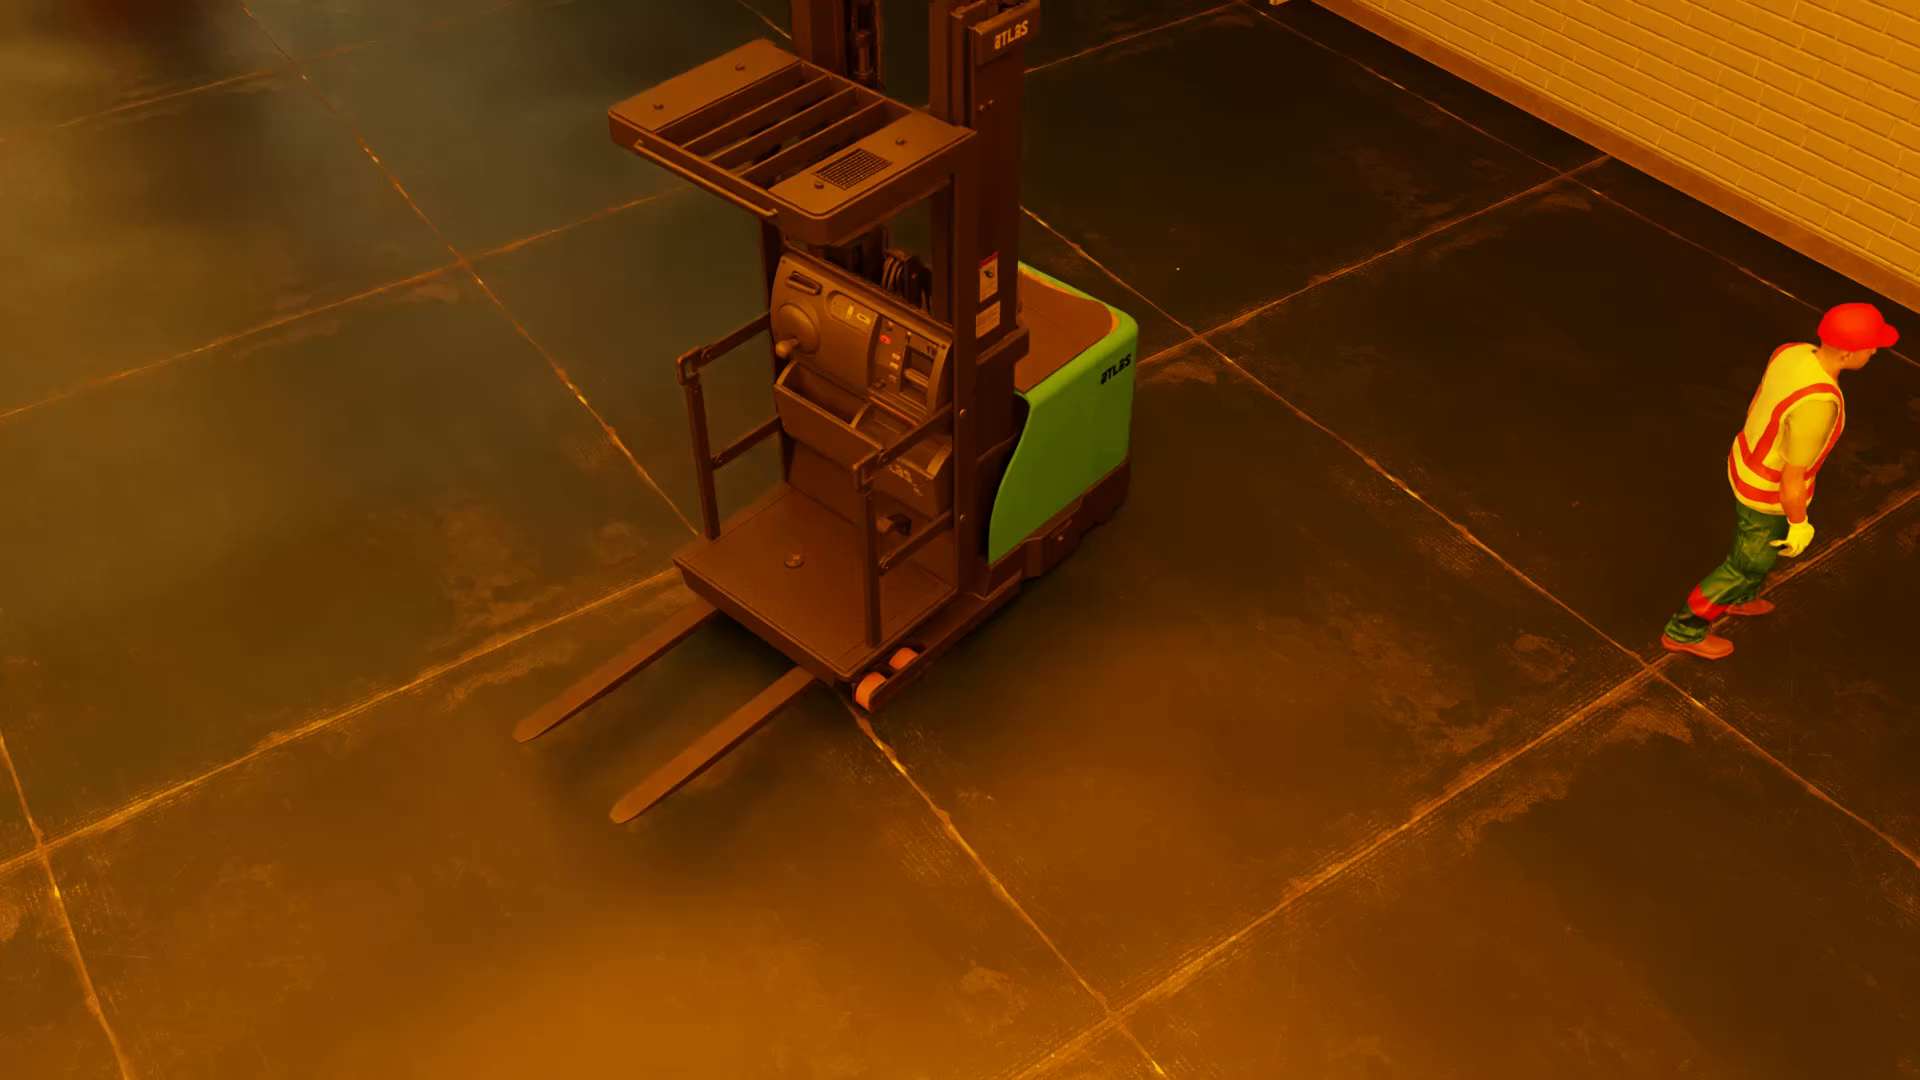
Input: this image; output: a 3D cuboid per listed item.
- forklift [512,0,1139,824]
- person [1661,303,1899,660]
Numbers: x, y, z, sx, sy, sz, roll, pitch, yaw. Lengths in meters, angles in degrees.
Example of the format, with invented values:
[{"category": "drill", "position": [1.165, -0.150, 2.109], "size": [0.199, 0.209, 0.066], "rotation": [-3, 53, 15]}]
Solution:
[{"category": "forklift", "position": [-0.547, -0.740, 6.519], "size": [1.130, 2.935, 3.031], "rotation": [31, 51, 29]}, {"category": "person", "position": [3.385, -0.204, 6.820], "size": [0.535, 1.806, 0.624], "rotation": [9, 43, 9]}]
